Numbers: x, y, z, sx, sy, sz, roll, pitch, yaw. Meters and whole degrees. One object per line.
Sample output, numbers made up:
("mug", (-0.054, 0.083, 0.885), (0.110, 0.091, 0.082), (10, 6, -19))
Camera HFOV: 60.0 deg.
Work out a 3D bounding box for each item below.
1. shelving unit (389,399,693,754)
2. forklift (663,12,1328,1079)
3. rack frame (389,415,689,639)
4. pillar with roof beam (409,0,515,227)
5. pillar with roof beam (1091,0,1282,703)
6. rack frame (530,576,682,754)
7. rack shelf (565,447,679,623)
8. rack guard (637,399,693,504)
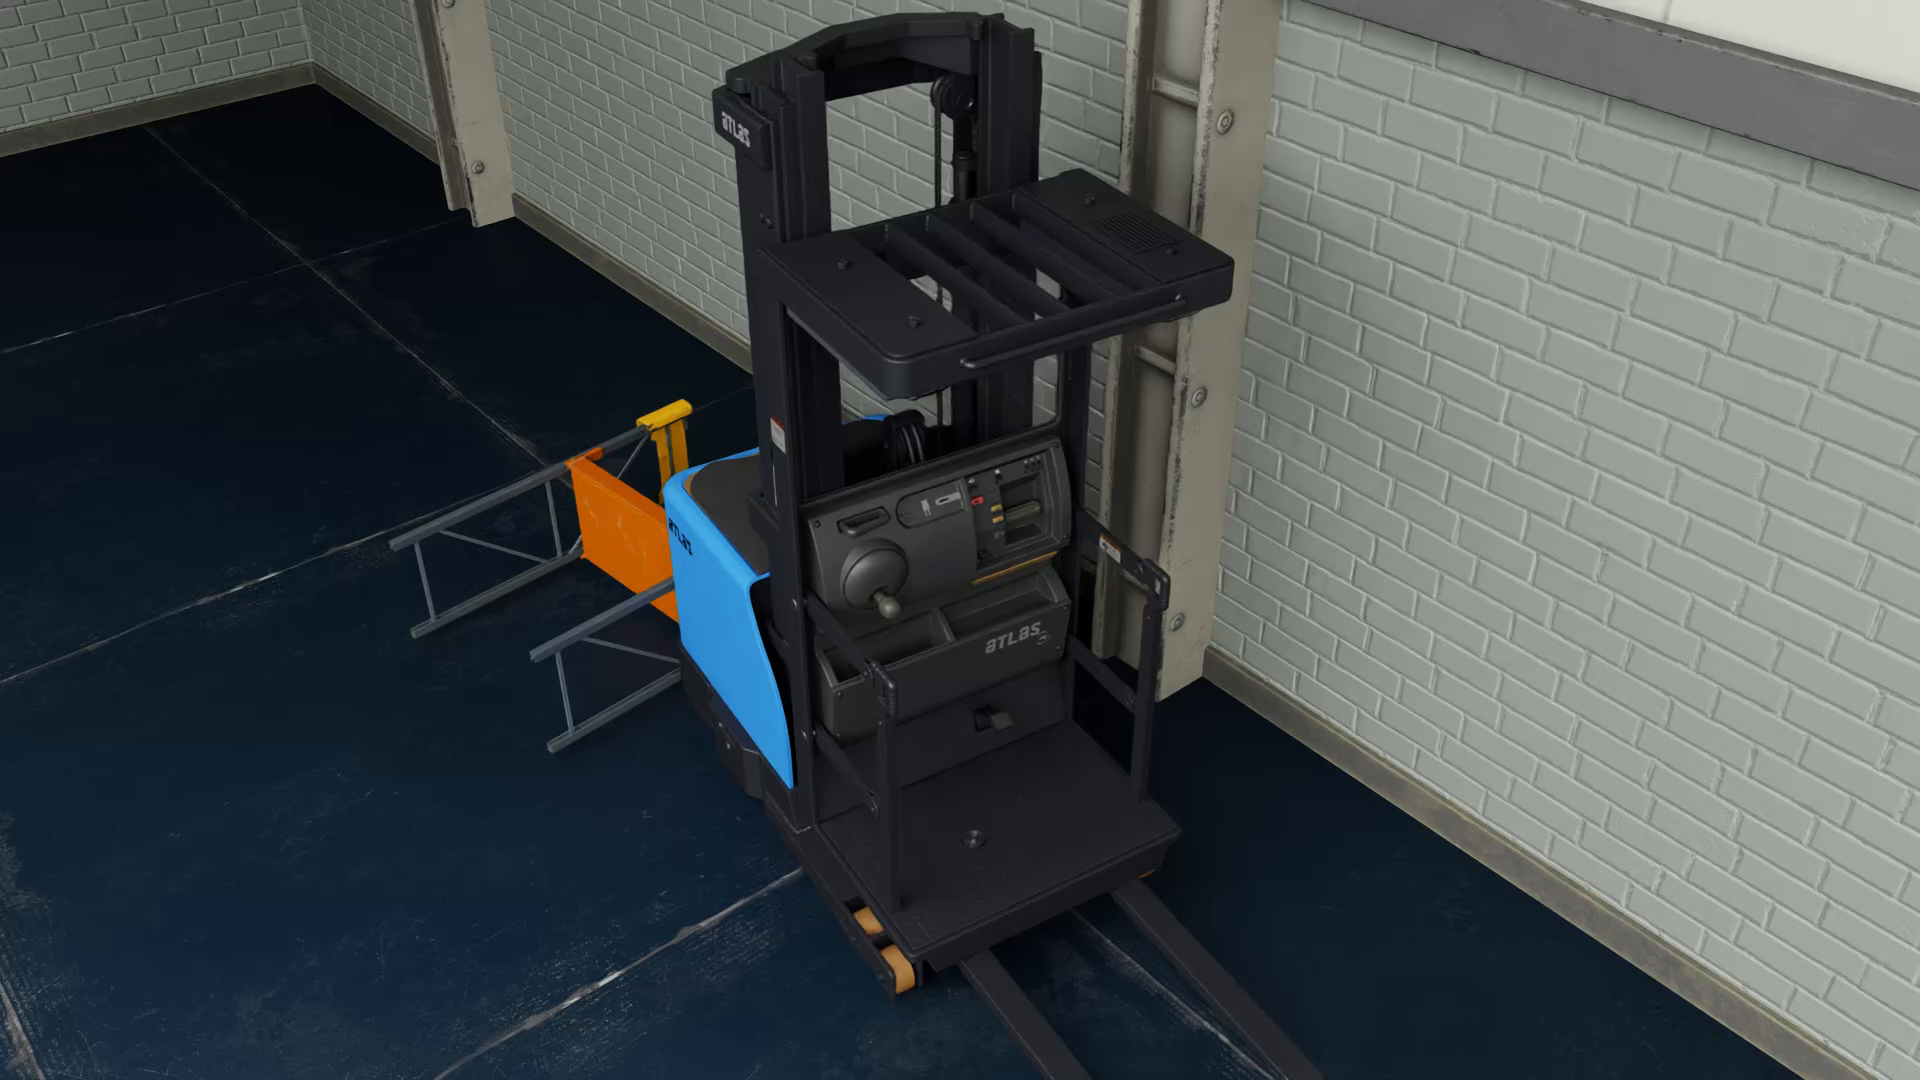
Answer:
("shelving unit", (-1.425, 0.113, 7.060), (1.083, 0.587, 1.500), (30, 45, 35))
("forklift", (0.063, 0.022, 5.184), (1.130, 2.935, 3.031), (-19, 40, -25))
("rack frame", (-1.794, -0.096, 7.356), (0.032, 0.500, 1.500), (30, 45, 35))
("pillar with roof beam", (-6.368, -4.192, 5.883), (9.100, 9.000, 0.400), (-26, 43, -32))
("pillar with roof beam", (-2.496, -1.543, 2.143), (9.100, 9.000, 0.400), (-26, 43, -32))
("rack frame", (-1.069, 0.316, 6.774), (0.032, 0.500, 1.500), (30, 45, 35))
("rack shelf", (-1.305, 0.035, 7.170), (1.000, 0.538, 0.185), (30, 45, 35))
("rack guard", (-1.342, -0.346, 7.708), (0.087, 0.587, 0.250), (30, 45, 35))
